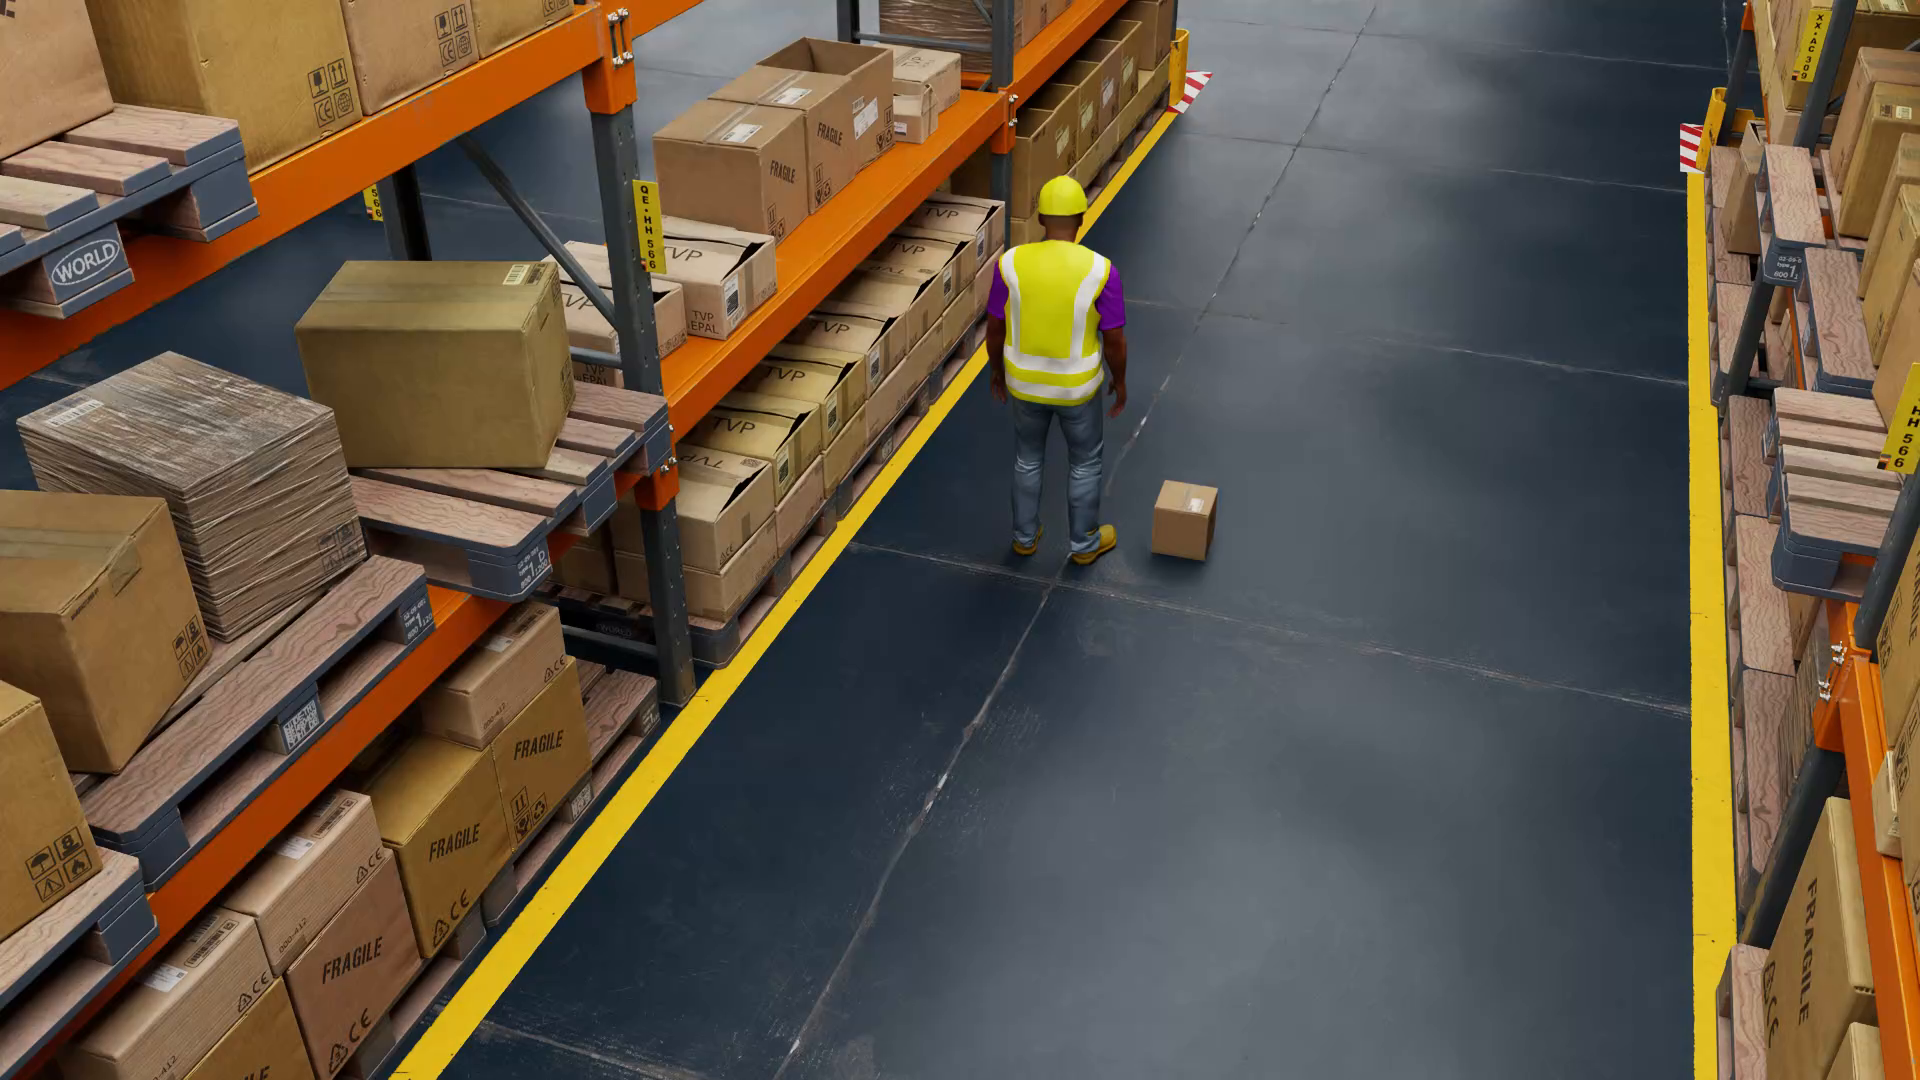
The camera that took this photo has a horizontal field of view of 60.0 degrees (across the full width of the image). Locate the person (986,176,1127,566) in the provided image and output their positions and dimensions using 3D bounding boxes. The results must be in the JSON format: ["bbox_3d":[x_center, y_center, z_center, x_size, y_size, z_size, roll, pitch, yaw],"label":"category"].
[{"bbox_3d":[0.420,-0.708,7.212,0.618,1.760,0.460,10,34,15],"label":"person"}]
